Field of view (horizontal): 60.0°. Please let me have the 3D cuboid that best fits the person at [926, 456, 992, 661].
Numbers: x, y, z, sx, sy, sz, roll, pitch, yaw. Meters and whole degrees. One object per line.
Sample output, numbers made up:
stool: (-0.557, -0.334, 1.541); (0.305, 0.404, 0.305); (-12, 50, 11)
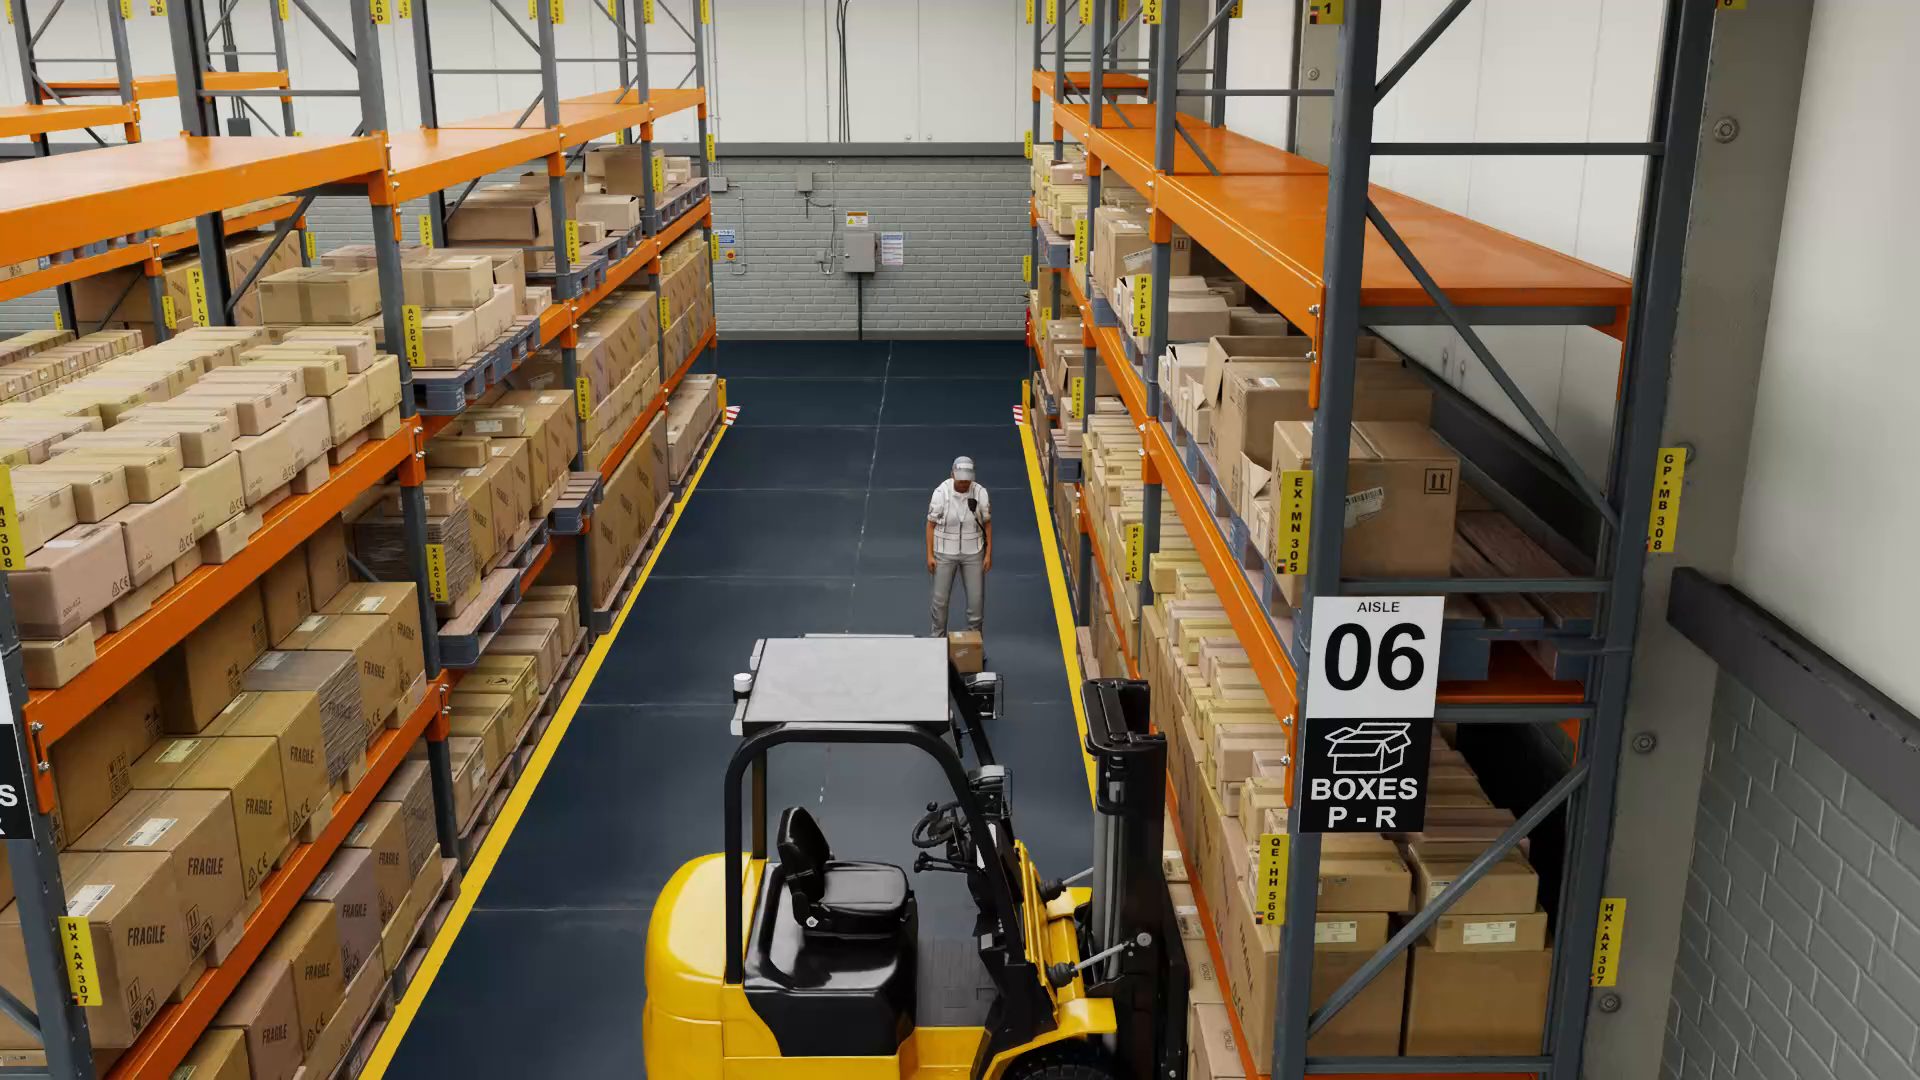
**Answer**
person: (-0.012, 0.137, 13.095); (0.545, 1.665, 0.466); (-2, 17, -5)
